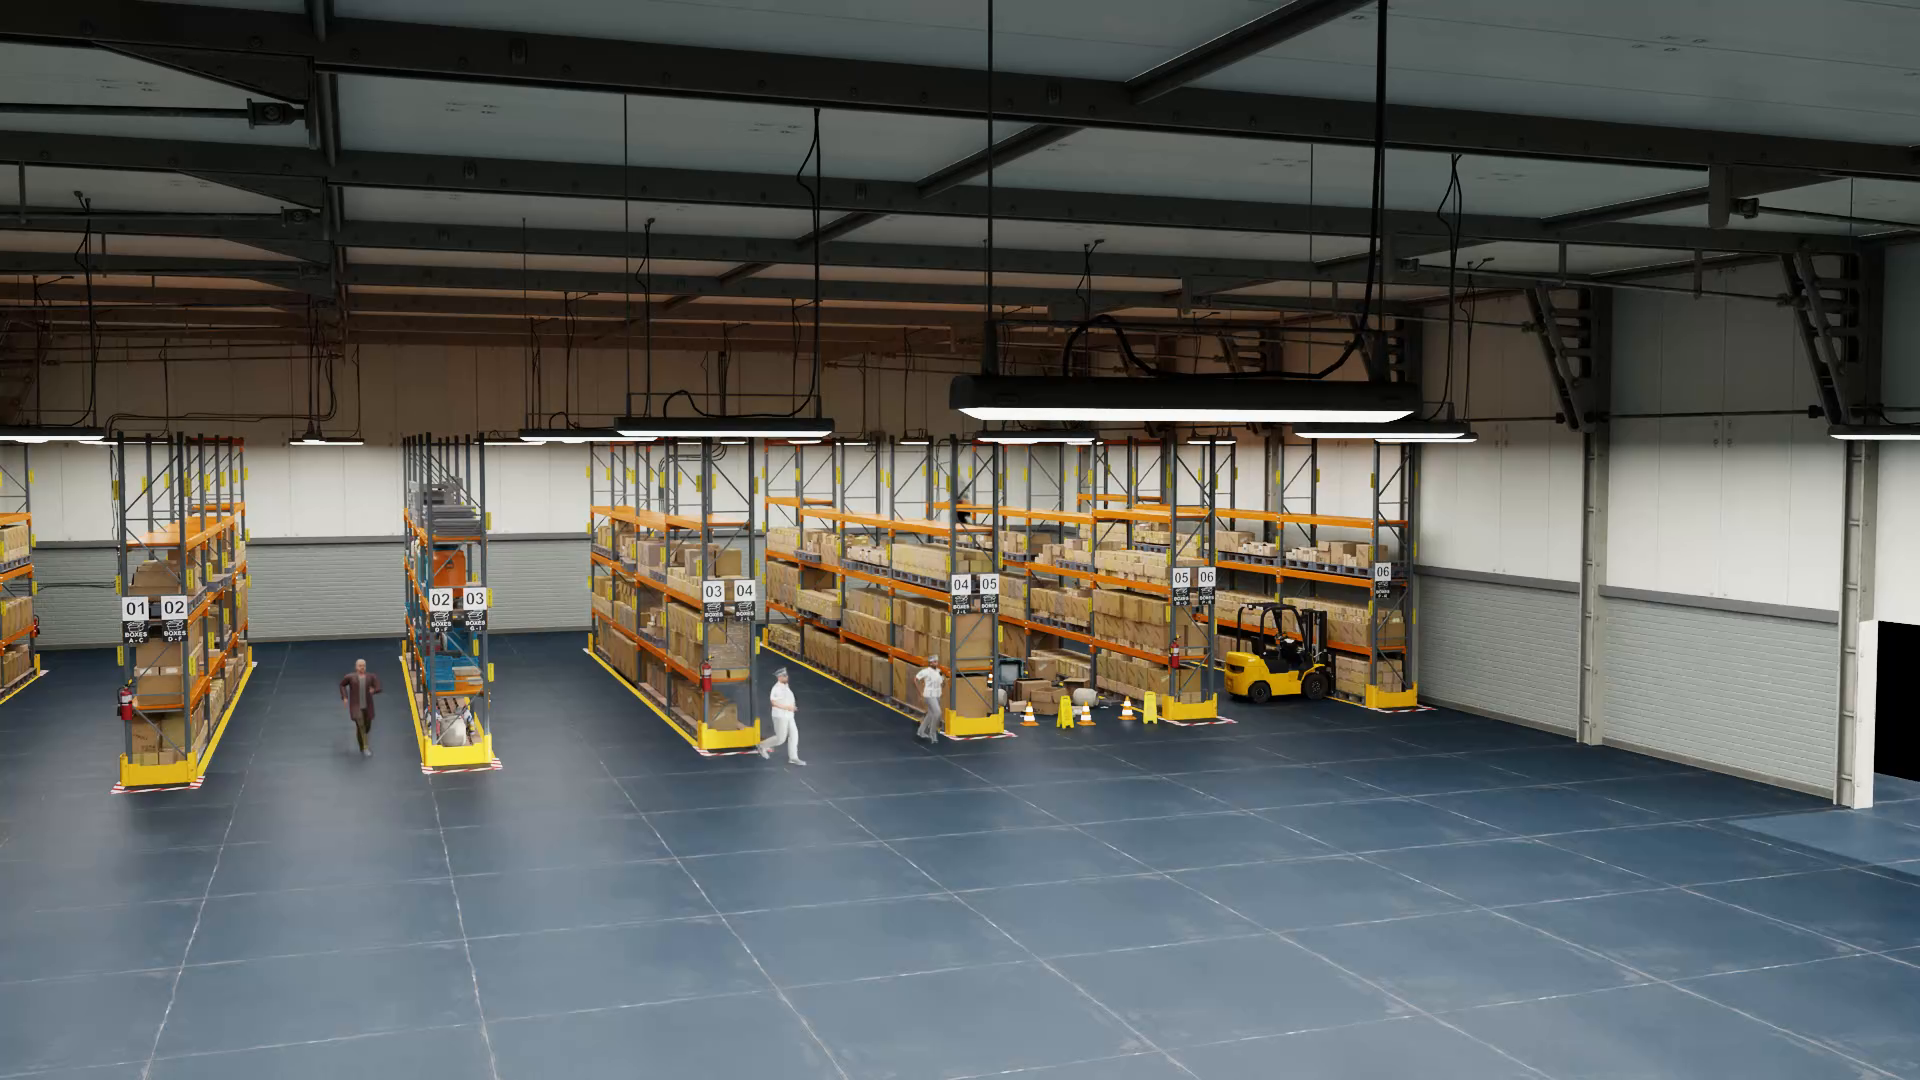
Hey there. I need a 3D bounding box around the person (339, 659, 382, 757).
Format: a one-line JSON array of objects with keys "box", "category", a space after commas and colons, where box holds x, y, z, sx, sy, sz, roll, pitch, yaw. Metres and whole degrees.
[{"box": [-11.116, 3.090, 30.887, 0.704, 1.761, 1.049, -2, 4, -33], "category": "person"}]

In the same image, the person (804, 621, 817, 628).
[{"box": [-4.496, 2.203, 49.626, 0.544, 1.567, 0.687, 2, 4, 29], "category": "person"}]

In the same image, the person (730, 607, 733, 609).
[{"box": [-6.252, 2.326, 46.333, 0.485, 1.694, 0.729, -1, 3, -14], "category": "person"}]

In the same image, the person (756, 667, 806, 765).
[{"box": [-3.225, 3.177, 30.033, 0.913, 1.772, 0.676, 1, 3, 17], "category": "person"}]

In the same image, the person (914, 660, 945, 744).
[{"box": [-0.569, 3.115, 32.457, 0.649, 1.698, 0.563, 2, 4, 36], "category": "person"}]
